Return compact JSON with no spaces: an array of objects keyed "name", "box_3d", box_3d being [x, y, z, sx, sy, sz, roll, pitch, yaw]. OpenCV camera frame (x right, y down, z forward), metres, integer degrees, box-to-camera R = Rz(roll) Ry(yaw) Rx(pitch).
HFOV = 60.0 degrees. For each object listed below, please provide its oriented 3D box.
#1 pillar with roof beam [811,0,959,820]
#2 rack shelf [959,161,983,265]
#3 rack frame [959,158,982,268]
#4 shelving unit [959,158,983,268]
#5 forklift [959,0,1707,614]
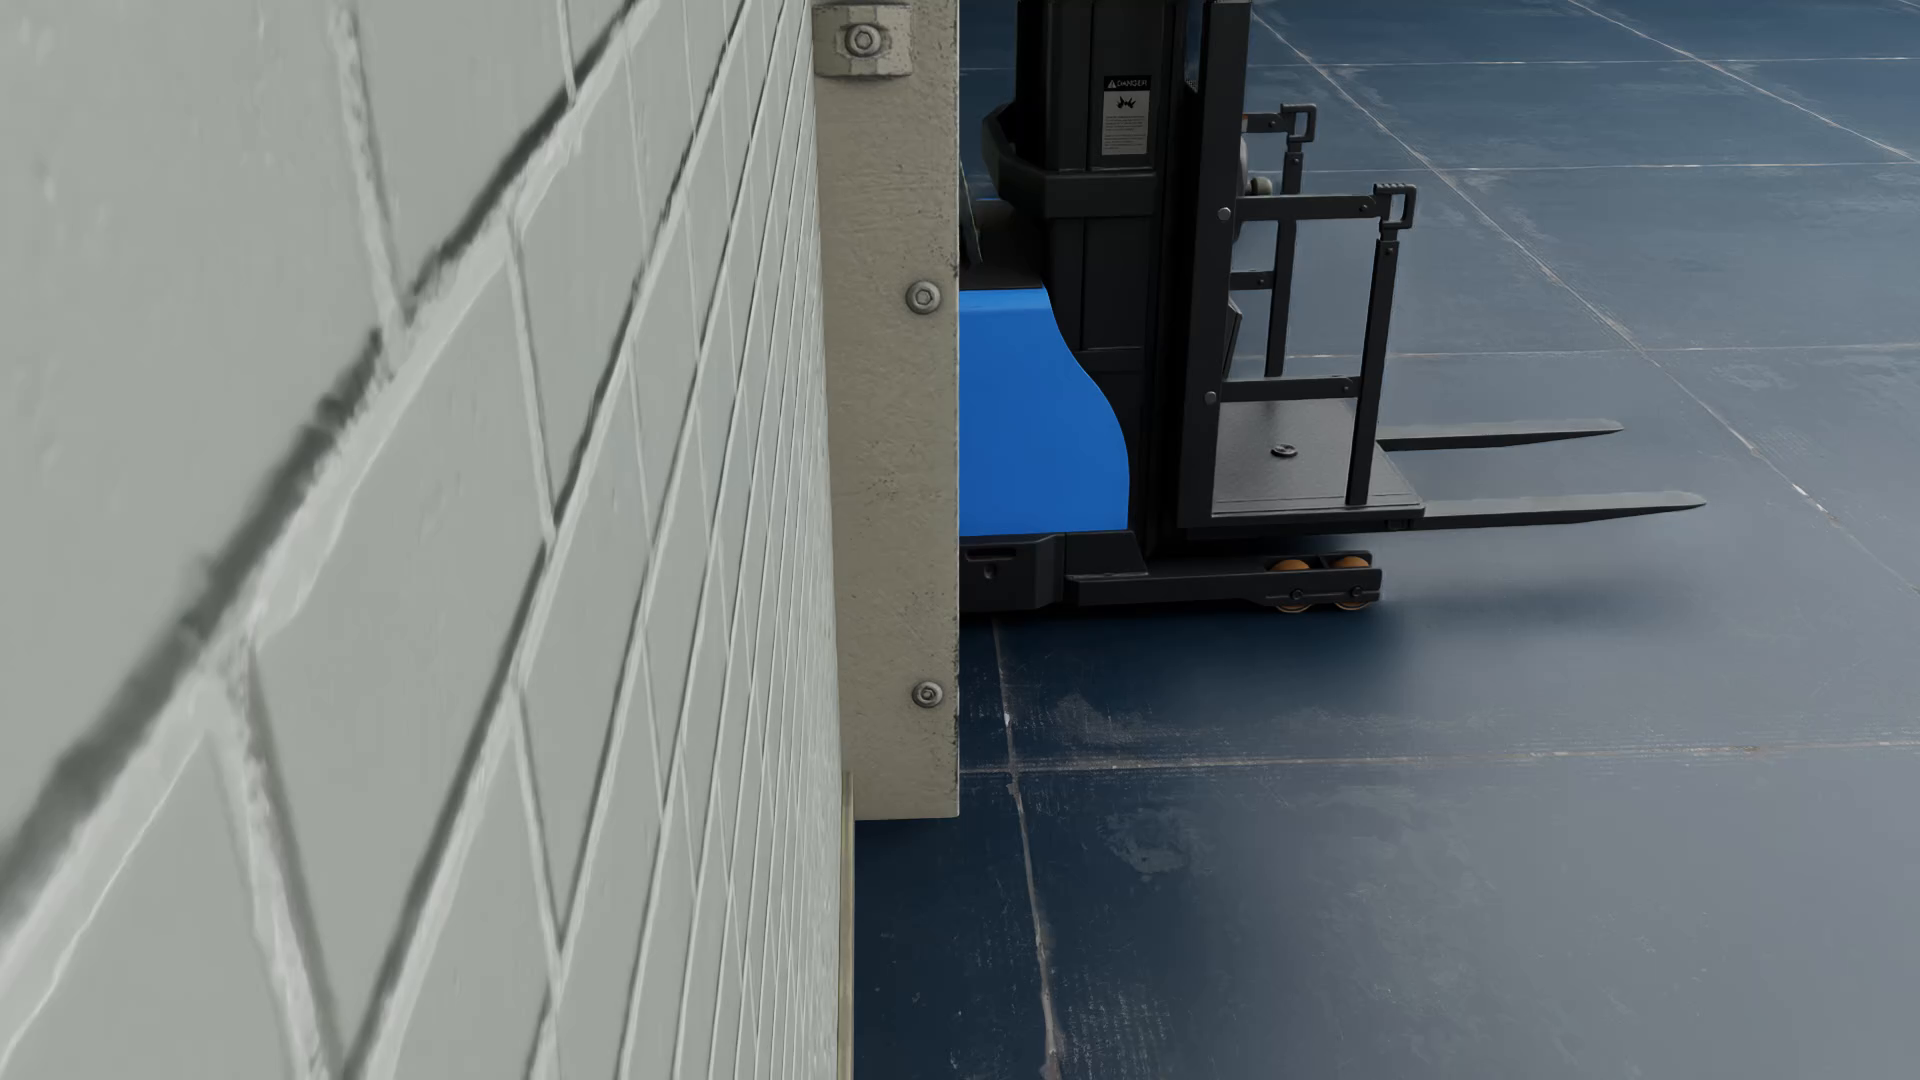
[{"name":"pillar with roof beam","box_3d":[4.132,-3.462,2.612,9.100,9.000,0.400,-1,28,-3]},{"name":"rack shelf","box_3d":[-0.224,-1.028,5.124,0.431,0.370,0.720,-16,30,-4]},{"name":"rack frame","box_3d":[-0.075,-0.529,4.998,0.400,1.500,0.023,-16,30,-4]},{"name":"shelving unit","box_3d":[-0.145,-0.698,5.316,0.431,1.500,0.755,-16,30,-4]},{"name":"forklift","box_3d":[0.915,-1.310,5.048,3.031,2.935,1.130,-3,28,-5]}]
